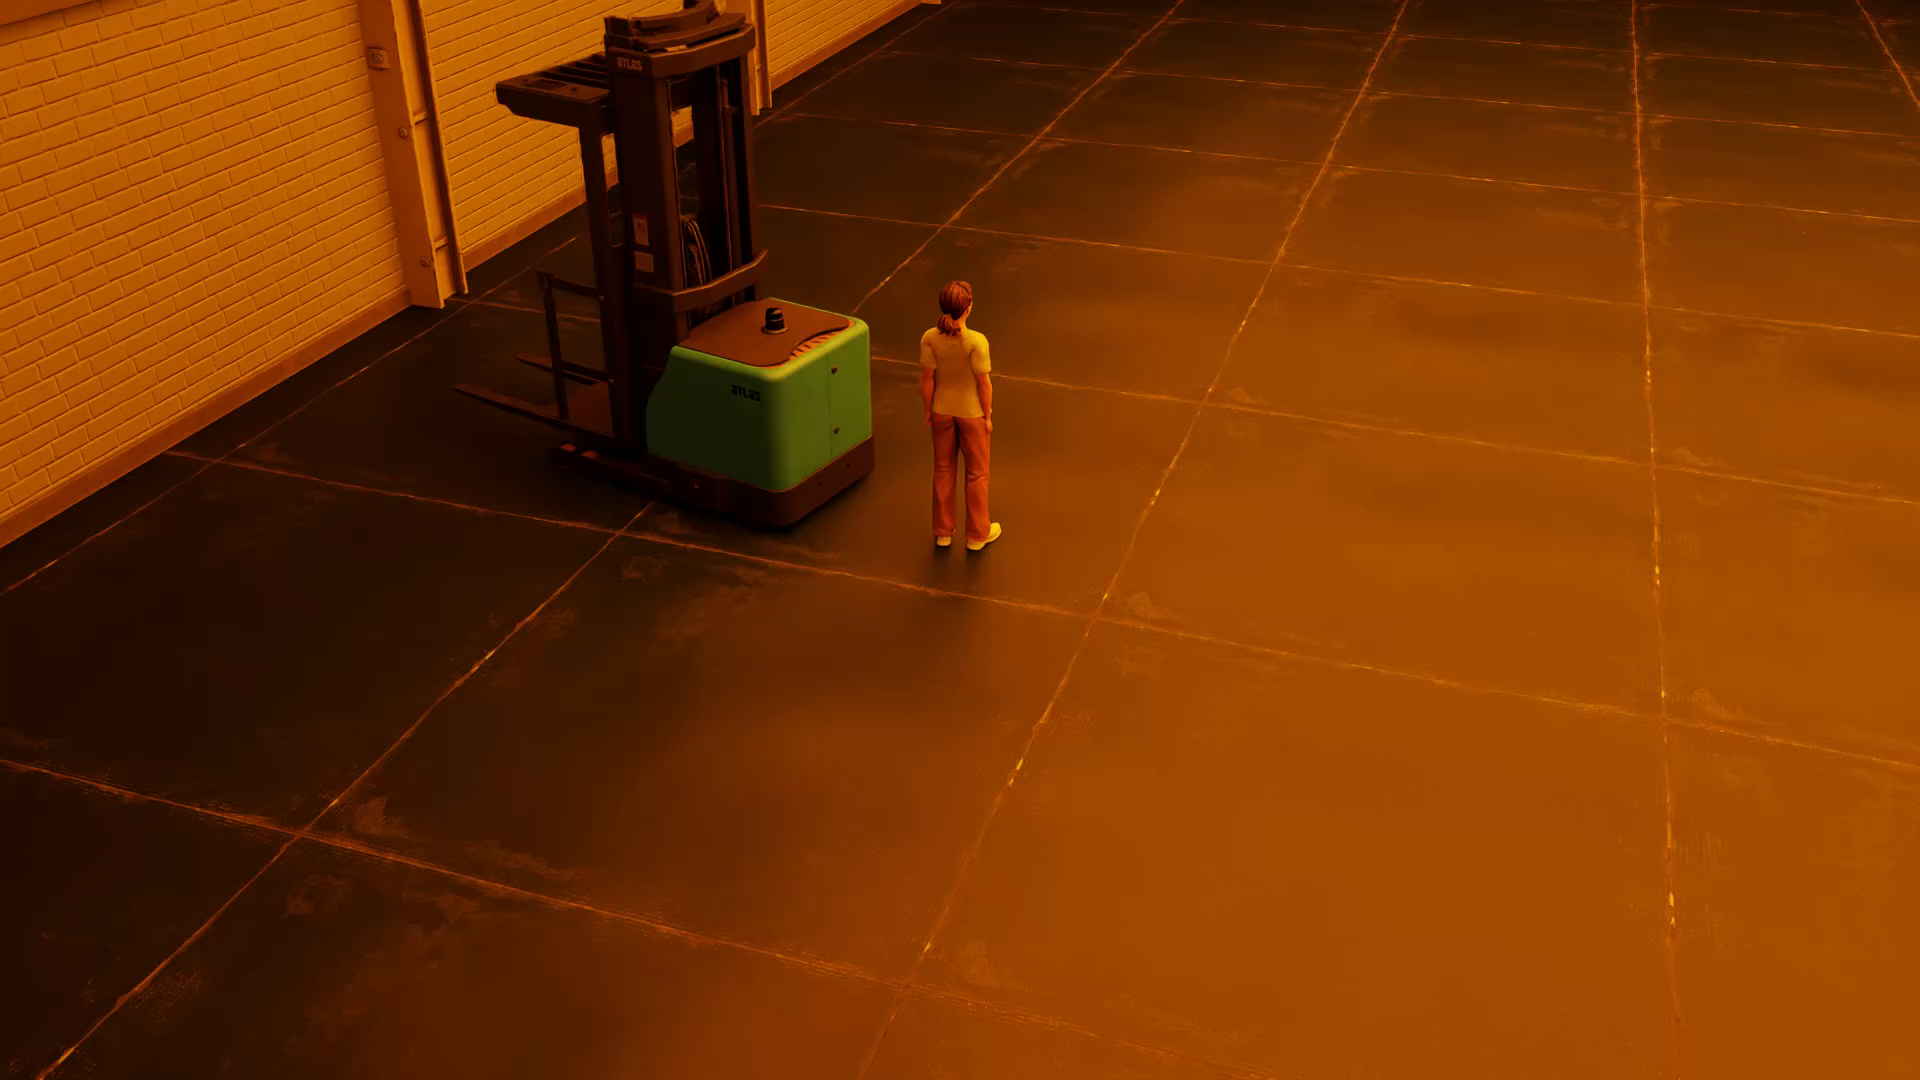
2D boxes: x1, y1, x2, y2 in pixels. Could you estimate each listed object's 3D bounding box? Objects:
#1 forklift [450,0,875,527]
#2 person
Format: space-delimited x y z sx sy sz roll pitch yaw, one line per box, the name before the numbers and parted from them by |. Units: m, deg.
forklift | -2.072 -1.888 10.449 3.031 2.935 1.130 17 34 27
person | -0.002 -0.724 9.680 0.427 1.671 0.389 10 31 16
